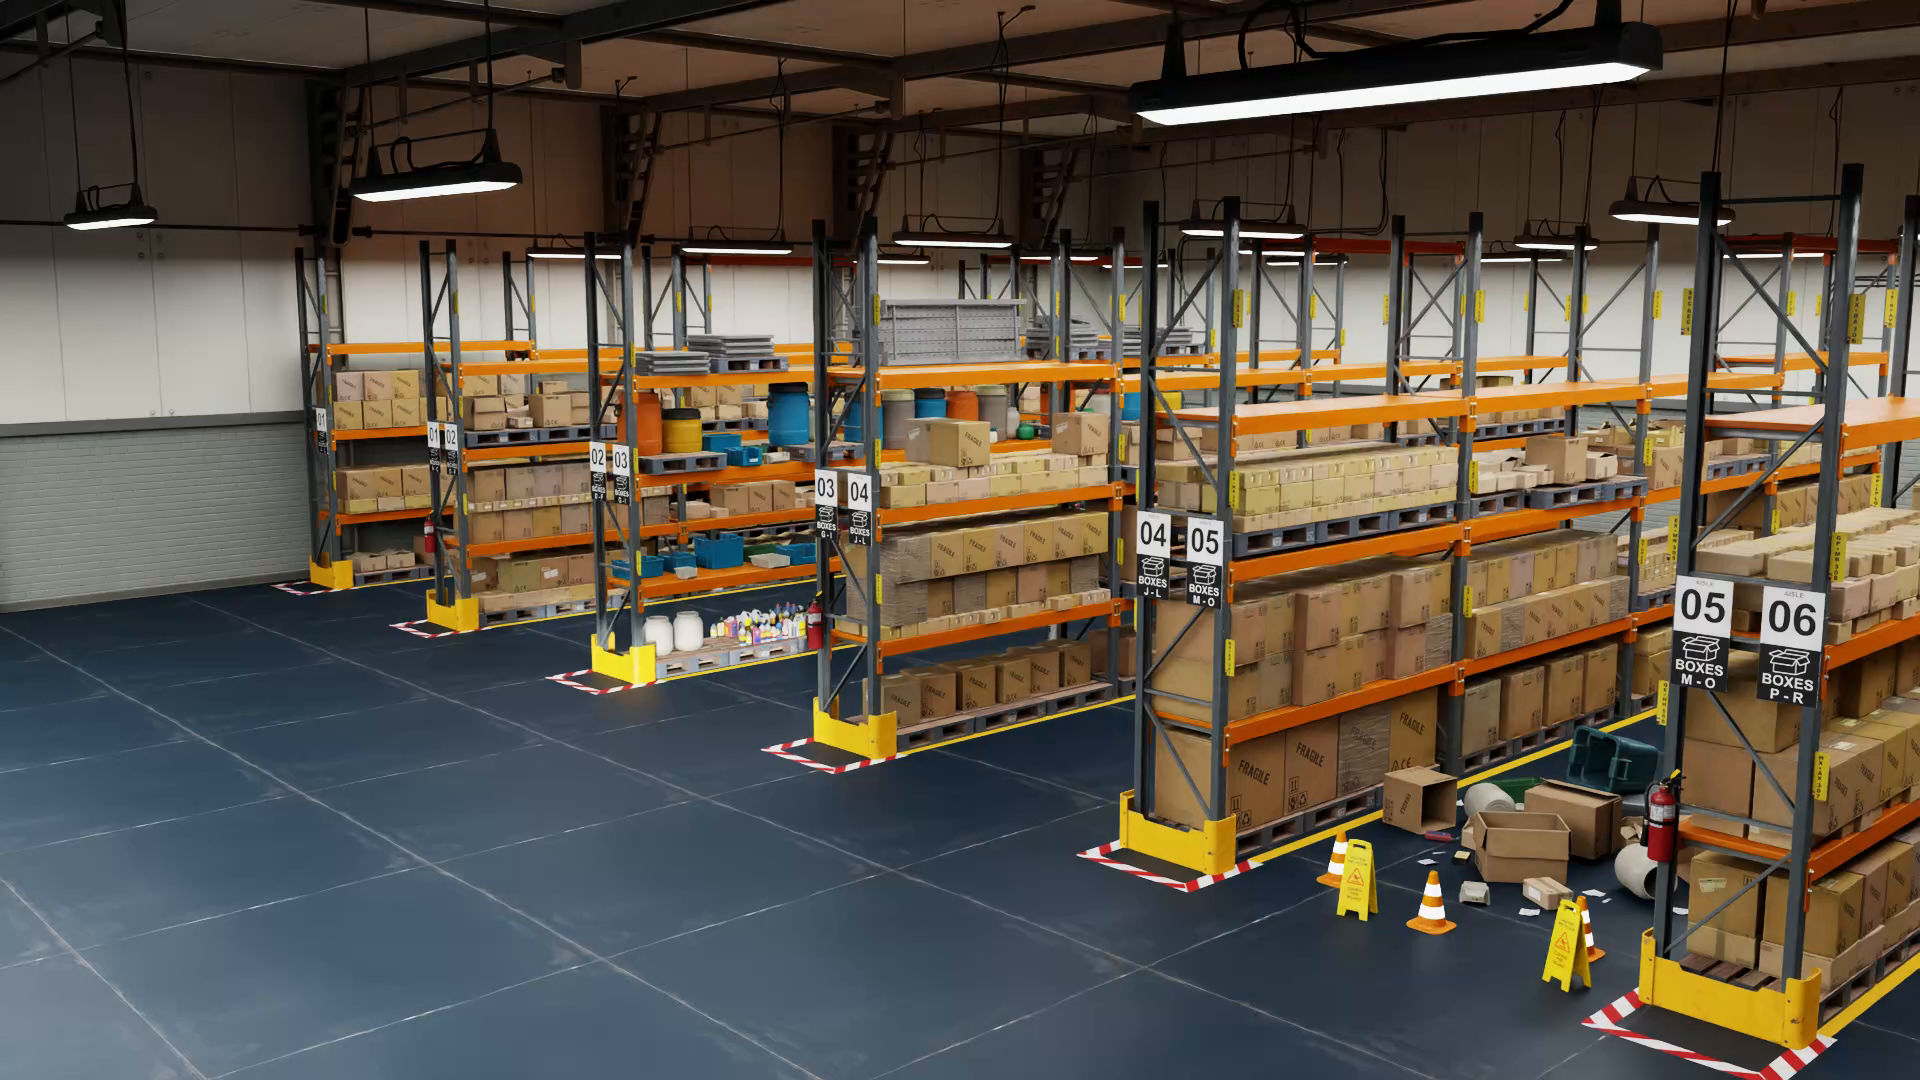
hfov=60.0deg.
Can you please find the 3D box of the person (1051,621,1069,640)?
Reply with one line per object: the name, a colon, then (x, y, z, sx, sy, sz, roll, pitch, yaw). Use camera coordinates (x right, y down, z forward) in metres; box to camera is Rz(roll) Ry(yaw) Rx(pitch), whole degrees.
person: (1.439, 0.894, 23.485, 0.538, 1.793, 0.688, 6, 10, 33)
